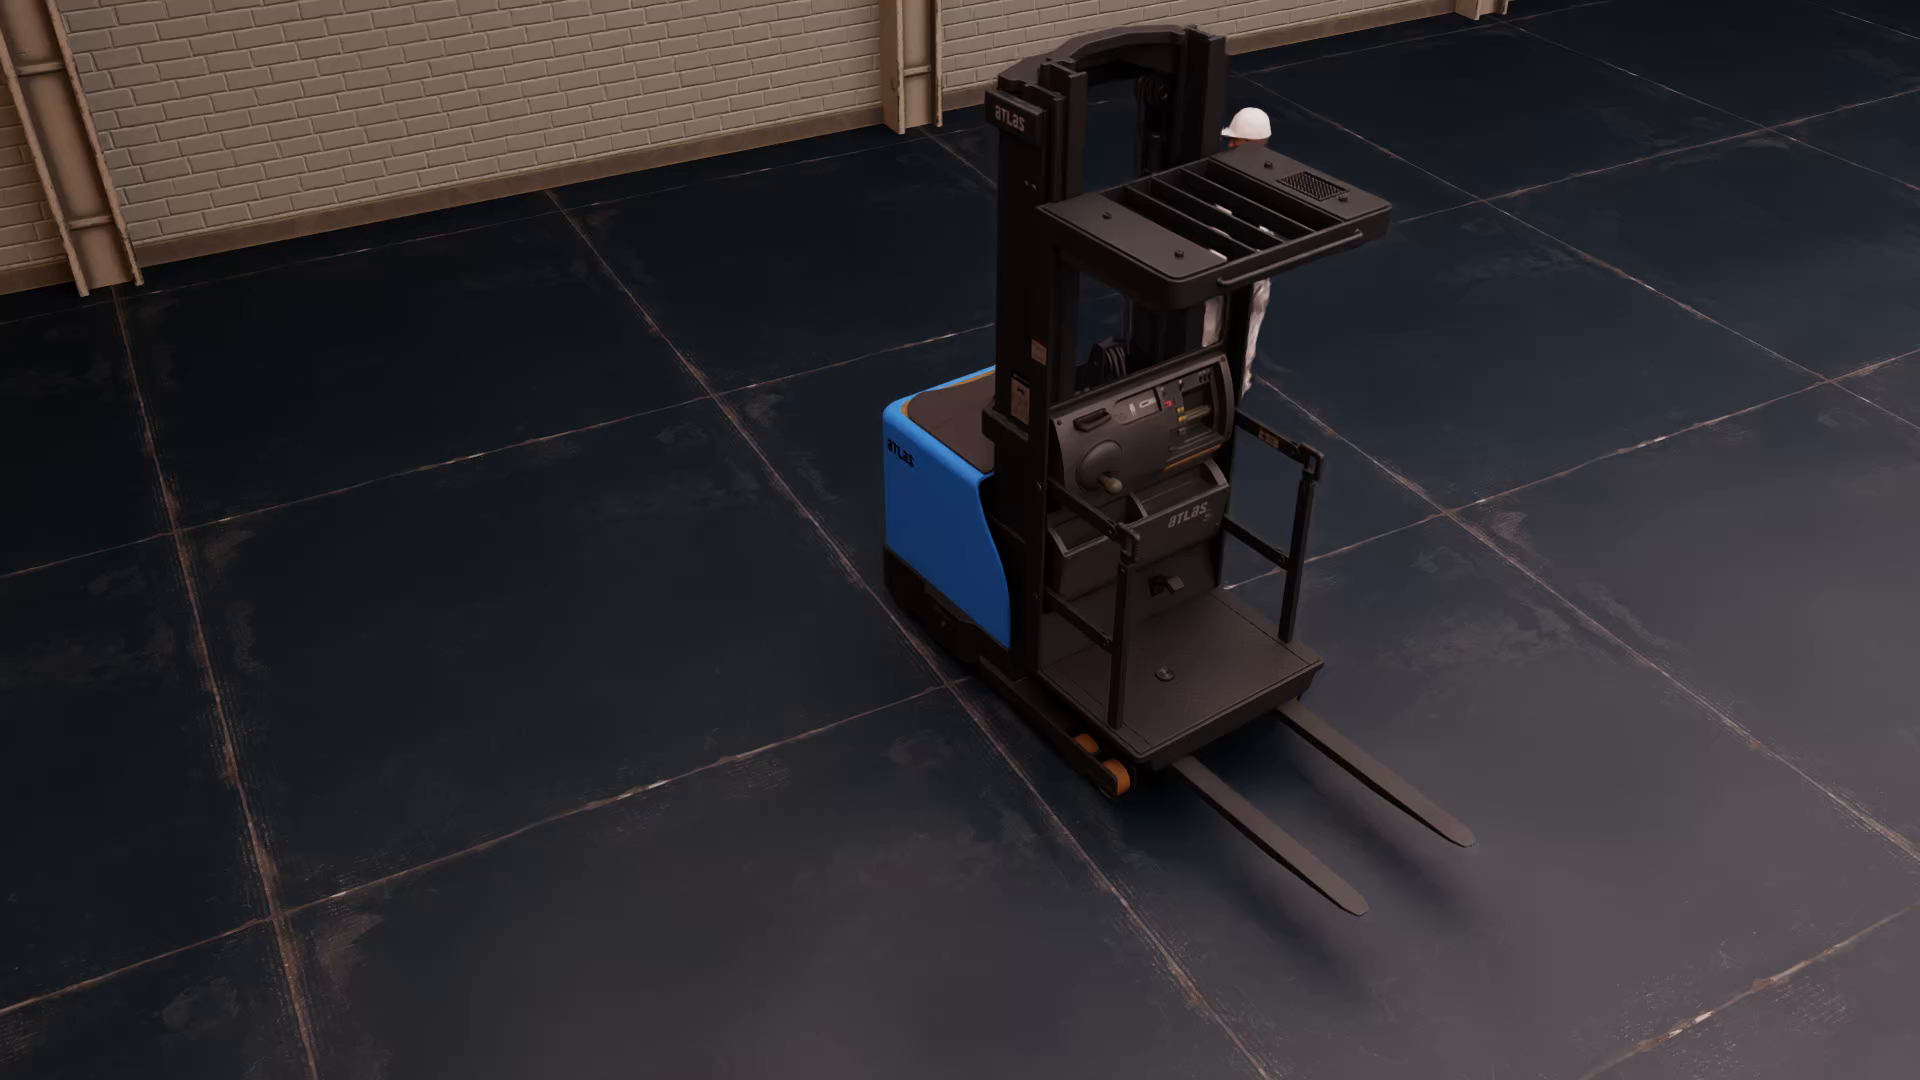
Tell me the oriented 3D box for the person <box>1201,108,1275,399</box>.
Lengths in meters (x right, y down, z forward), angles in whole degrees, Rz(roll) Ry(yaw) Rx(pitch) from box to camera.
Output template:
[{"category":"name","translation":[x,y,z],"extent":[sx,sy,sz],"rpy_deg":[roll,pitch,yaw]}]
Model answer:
[{"category":"person","translation":[1.576,-1.590,9.469],"extent":[0.689,1.759,0.797],"rpy_deg":[3,35,4]}]

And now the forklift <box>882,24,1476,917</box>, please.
[{"category":"forklift","translation":[0.891,-0.418,6.714],"extent":[1.130,2.935,3.031],"rpy_deg":[-23,41,-28]}]
